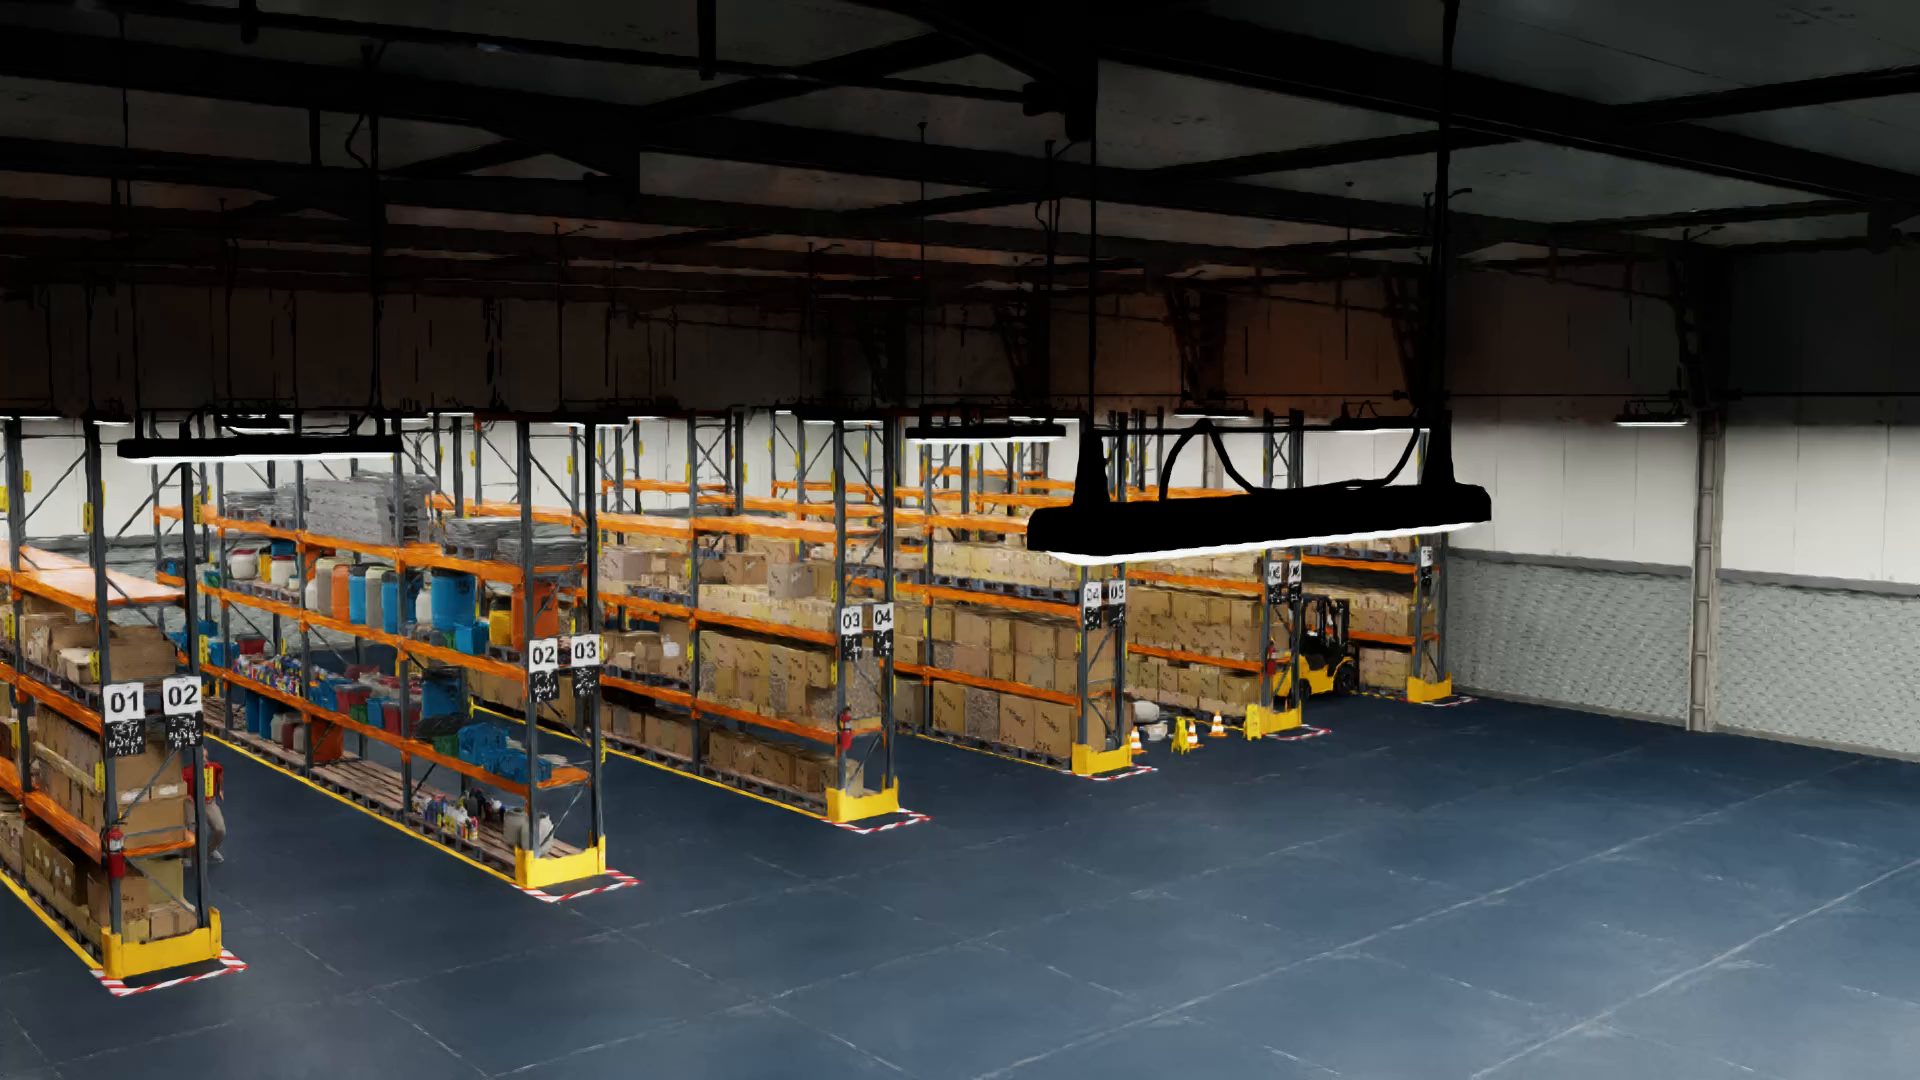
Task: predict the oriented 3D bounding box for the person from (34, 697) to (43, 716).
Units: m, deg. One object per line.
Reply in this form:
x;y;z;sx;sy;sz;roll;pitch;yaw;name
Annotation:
-15.989;2.910;29.196;0.543;1.700;1.115;-4;6;-39;person

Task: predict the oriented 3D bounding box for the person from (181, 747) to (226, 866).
-10.140;3.559;22.244;0.669;1.651;0.819;-4;6;-36;person
